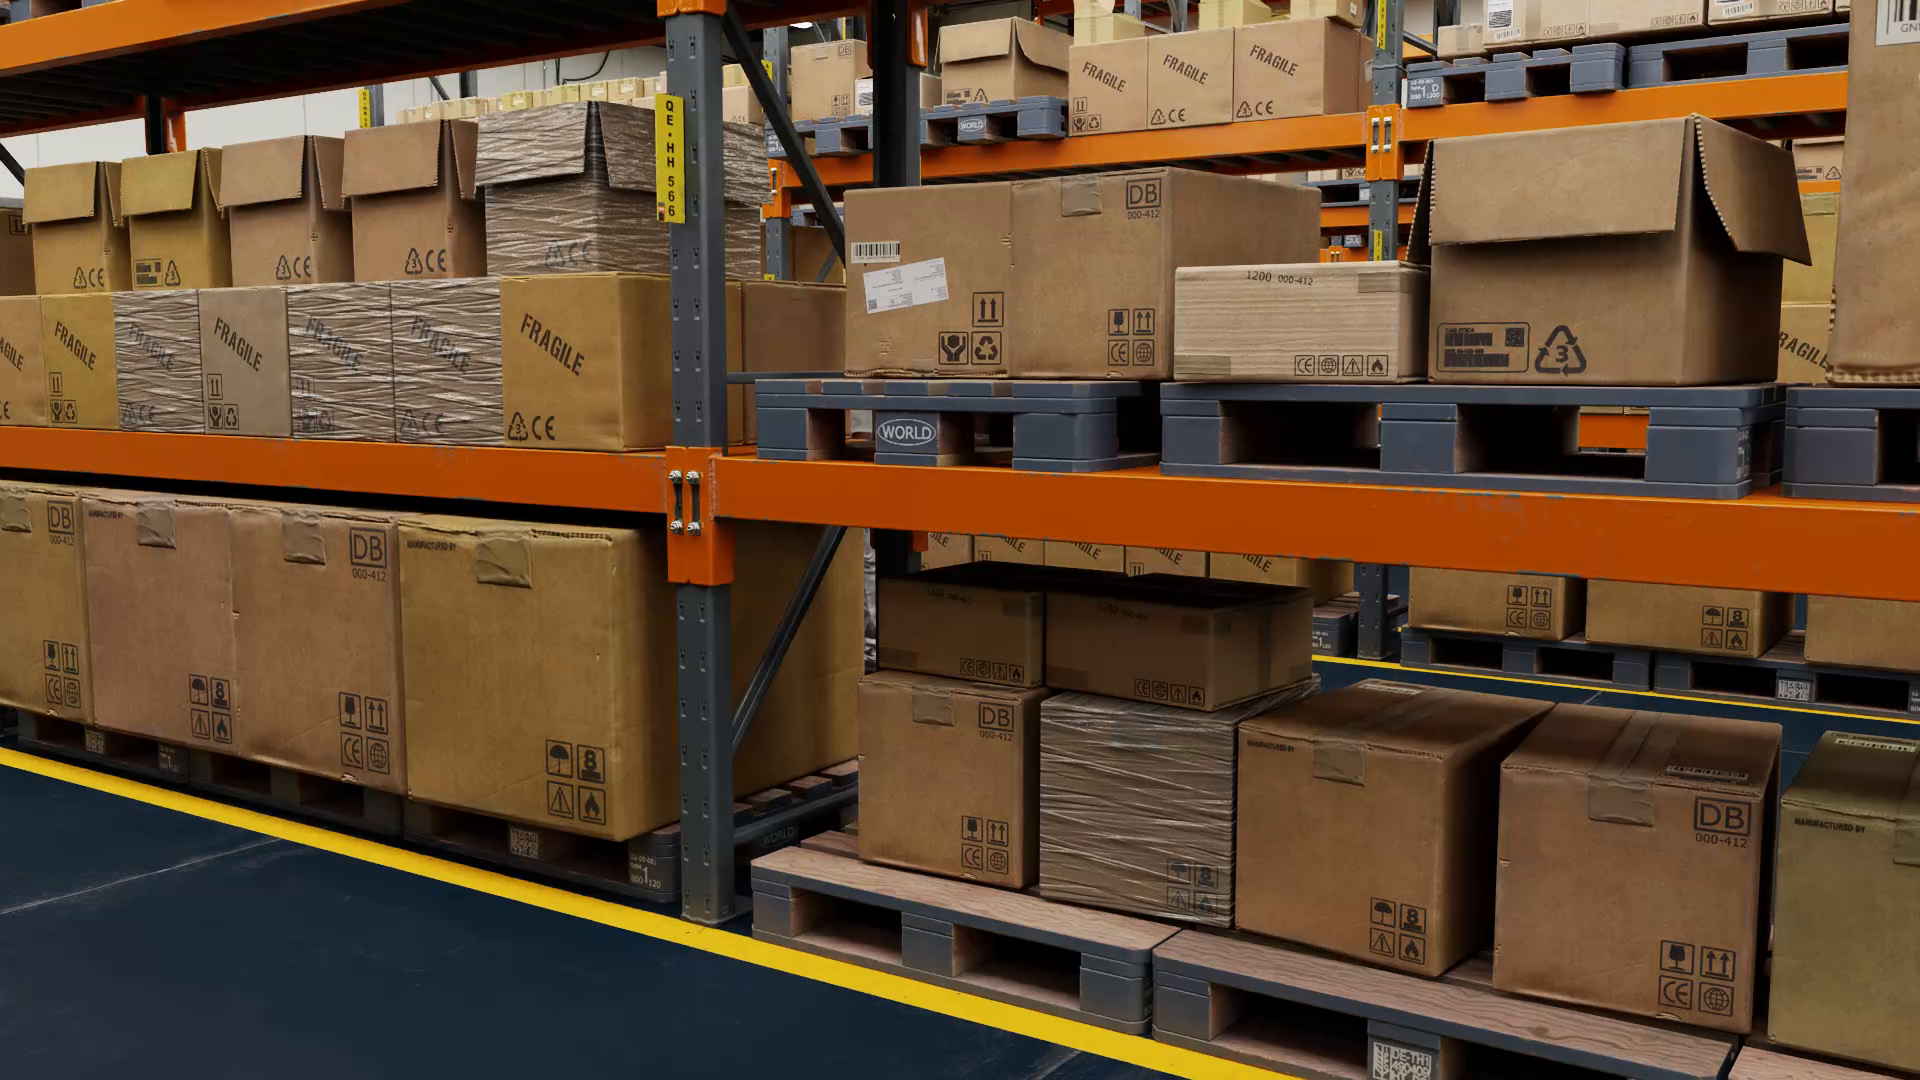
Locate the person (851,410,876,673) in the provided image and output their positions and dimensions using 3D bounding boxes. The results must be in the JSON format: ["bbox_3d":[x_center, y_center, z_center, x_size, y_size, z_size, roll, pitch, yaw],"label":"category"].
[{"bbox_3d":[-0.400,-0.227,8.333,0.452,1.772,0.617,4,7,31],"label":"person"}]
